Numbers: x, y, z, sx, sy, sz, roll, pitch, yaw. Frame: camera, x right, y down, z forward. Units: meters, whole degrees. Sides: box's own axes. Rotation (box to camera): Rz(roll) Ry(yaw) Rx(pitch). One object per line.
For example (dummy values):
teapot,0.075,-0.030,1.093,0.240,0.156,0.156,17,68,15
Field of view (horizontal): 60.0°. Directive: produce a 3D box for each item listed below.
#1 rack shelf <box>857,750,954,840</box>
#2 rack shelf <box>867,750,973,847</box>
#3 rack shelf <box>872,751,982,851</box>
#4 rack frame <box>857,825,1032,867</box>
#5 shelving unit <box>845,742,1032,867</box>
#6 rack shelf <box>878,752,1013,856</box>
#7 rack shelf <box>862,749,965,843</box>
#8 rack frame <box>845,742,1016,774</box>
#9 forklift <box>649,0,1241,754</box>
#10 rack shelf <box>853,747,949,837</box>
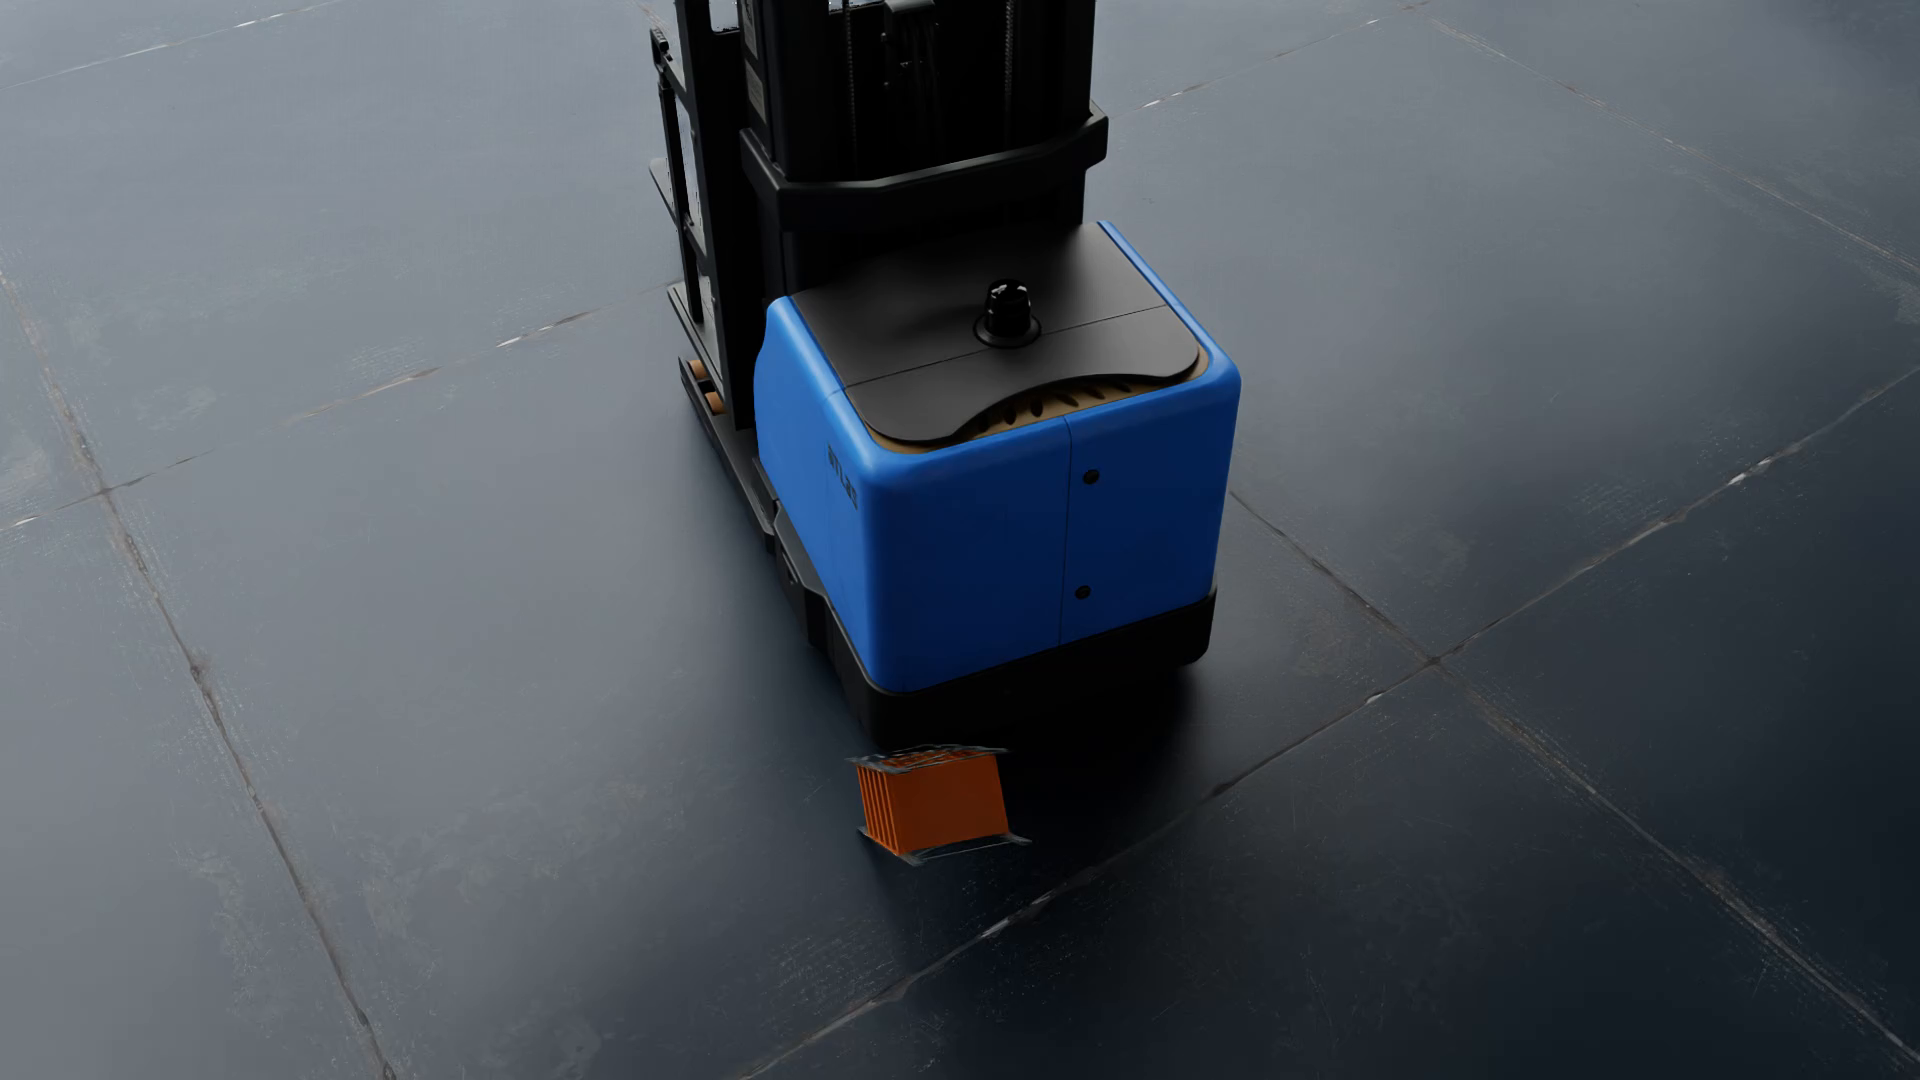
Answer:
rack shelf,-0.108,0.612,4.040,0.258,0.103,0.180,-10,85,-10
rack shelf,-0.071,0.586,3.804,0.258,0.103,0.180,-10,85,-10
rack shelf,-0.052,0.573,3.686,0.258,0.103,0.180,-10,85,-10
rack frame,-0.066,0.684,3.871,0.240,1.200,0.006,-10,85,-10
shelving unit,-0.082,0.594,3.878,0.258,1.200,0.189,-10,85,-10
rack shelf,-0.034,0.560,3.568,0.258,0.103,0.180,-10,85,-10
rack shelf,-0.089,0.599,3.922,0.258,0.103,0.180,-10,85,-10
rack frame,-0.099,0.505,3.885,0.240,1.200,0.006,-10,85,-10
forklift,-0.313,-1.504,4.703,1.130,2.935,3.031,-16,46,-16
rack shelf,-0.126,0.625,4.157,0.258,0.103,0.180,-10,85,-10
